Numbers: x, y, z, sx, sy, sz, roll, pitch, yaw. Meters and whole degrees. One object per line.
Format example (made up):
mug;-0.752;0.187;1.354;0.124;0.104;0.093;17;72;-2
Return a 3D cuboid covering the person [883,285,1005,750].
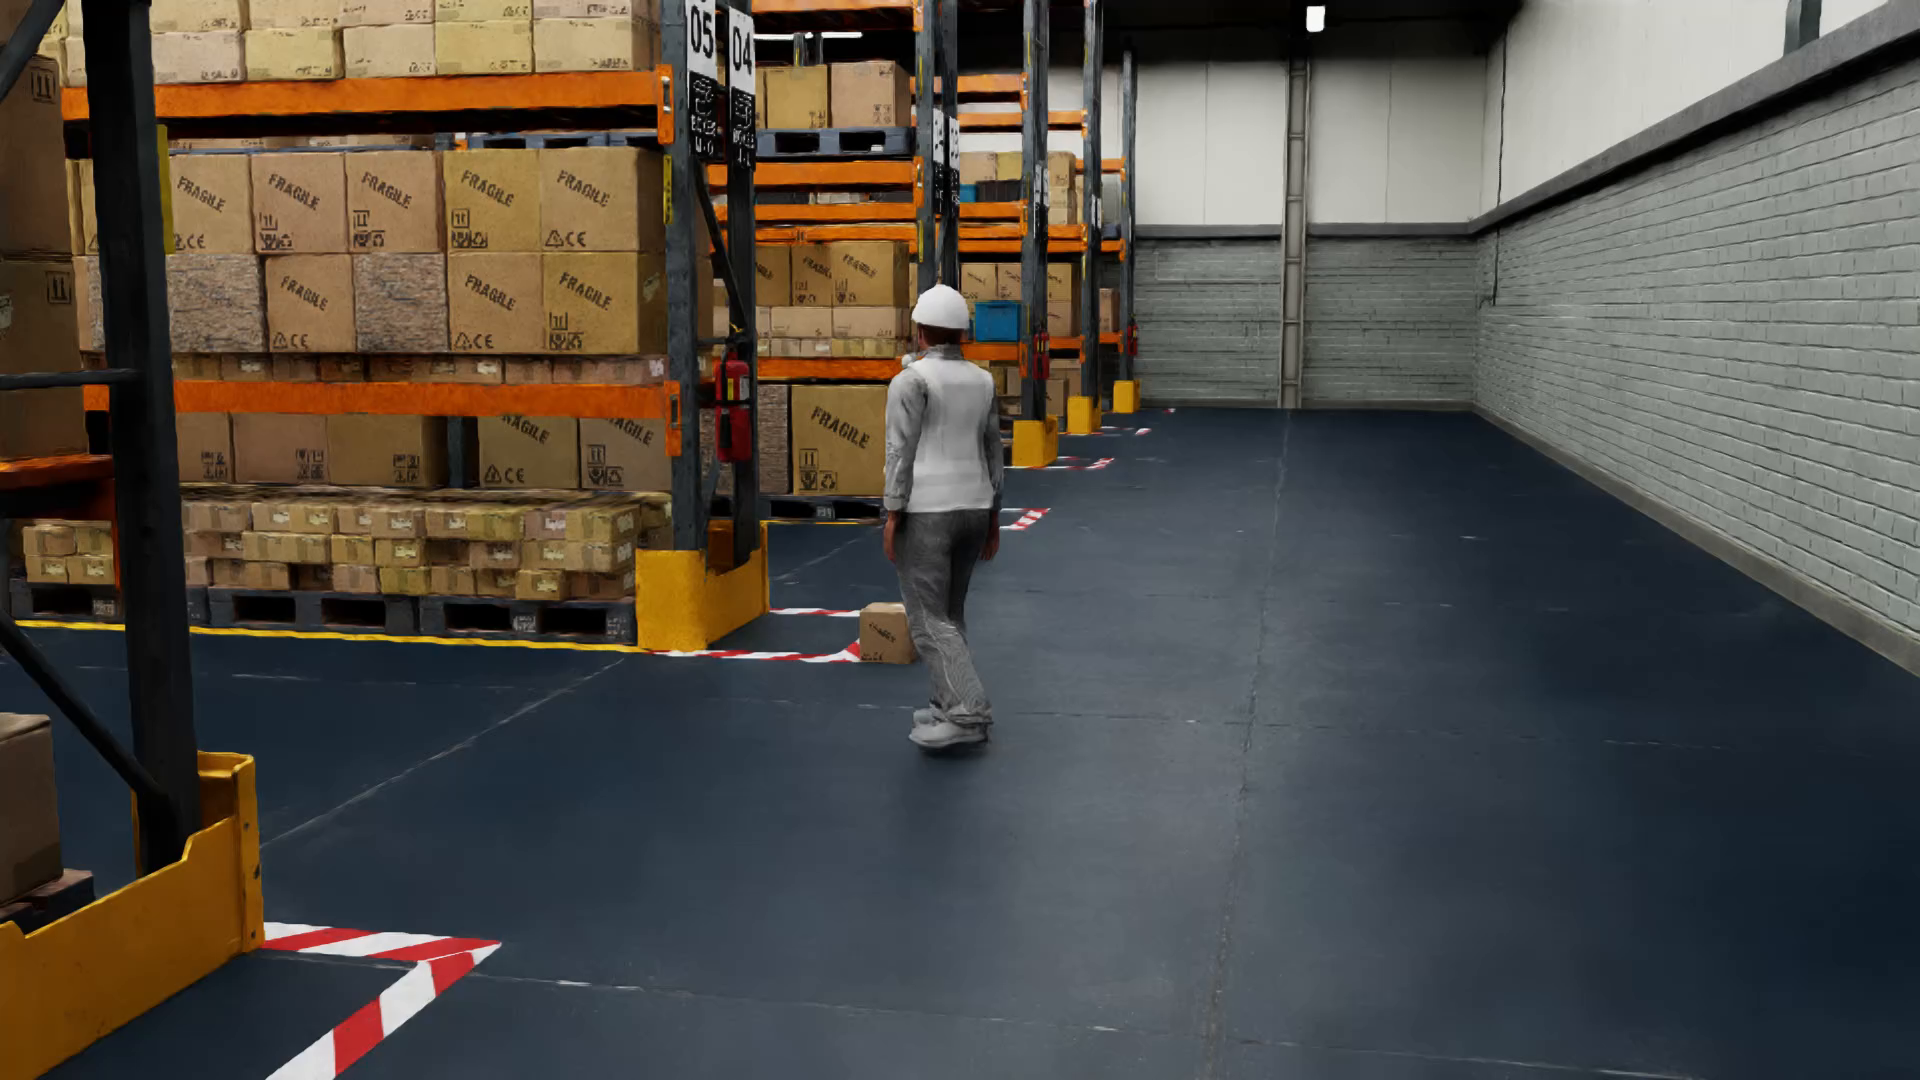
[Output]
person;-0.030;-0.094;6.408;0.564;1.763;0.562;-8;11;-44
